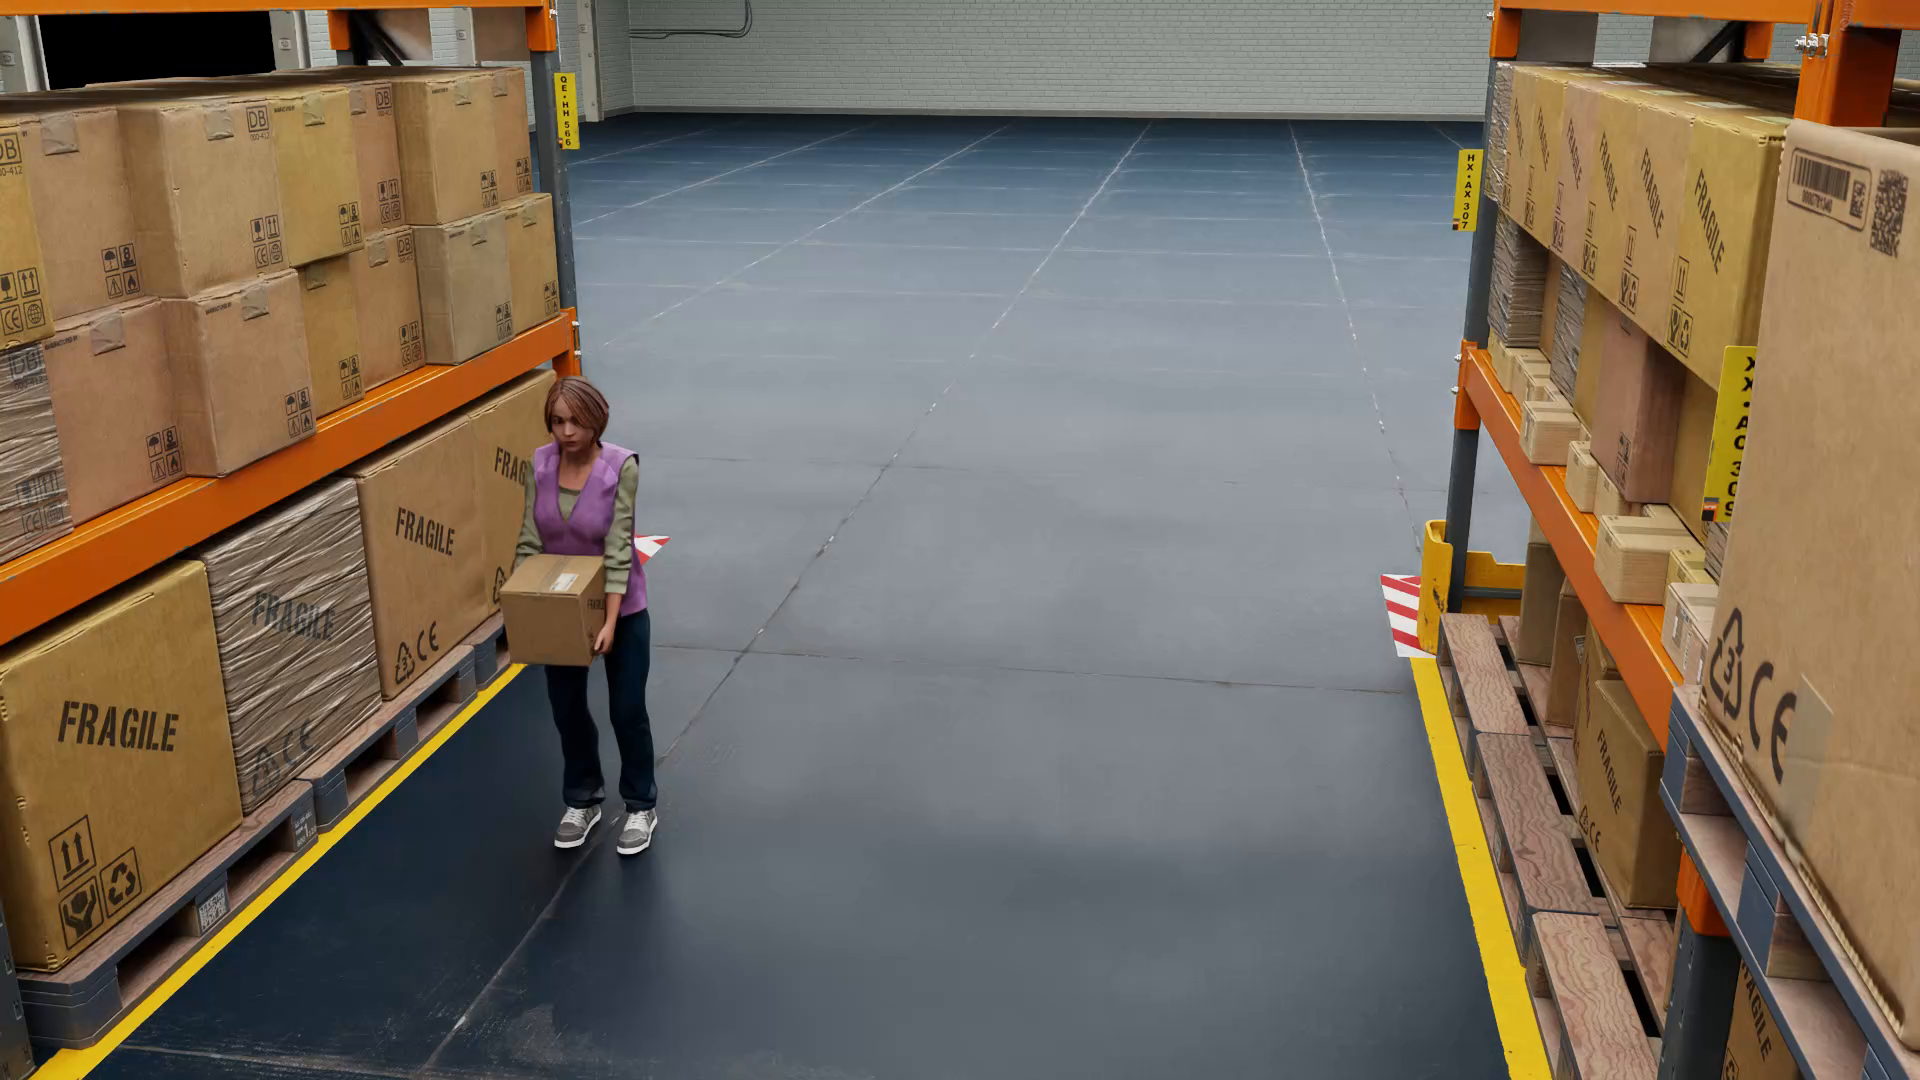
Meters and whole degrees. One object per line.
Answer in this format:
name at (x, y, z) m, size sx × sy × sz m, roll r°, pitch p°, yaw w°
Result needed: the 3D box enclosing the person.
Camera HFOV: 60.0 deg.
person at (-1.189, 0.259, 5.289) m, size 0.375 × 1.599 × 0.500 m, roll 3°, pitch 18°, yaw 8°
